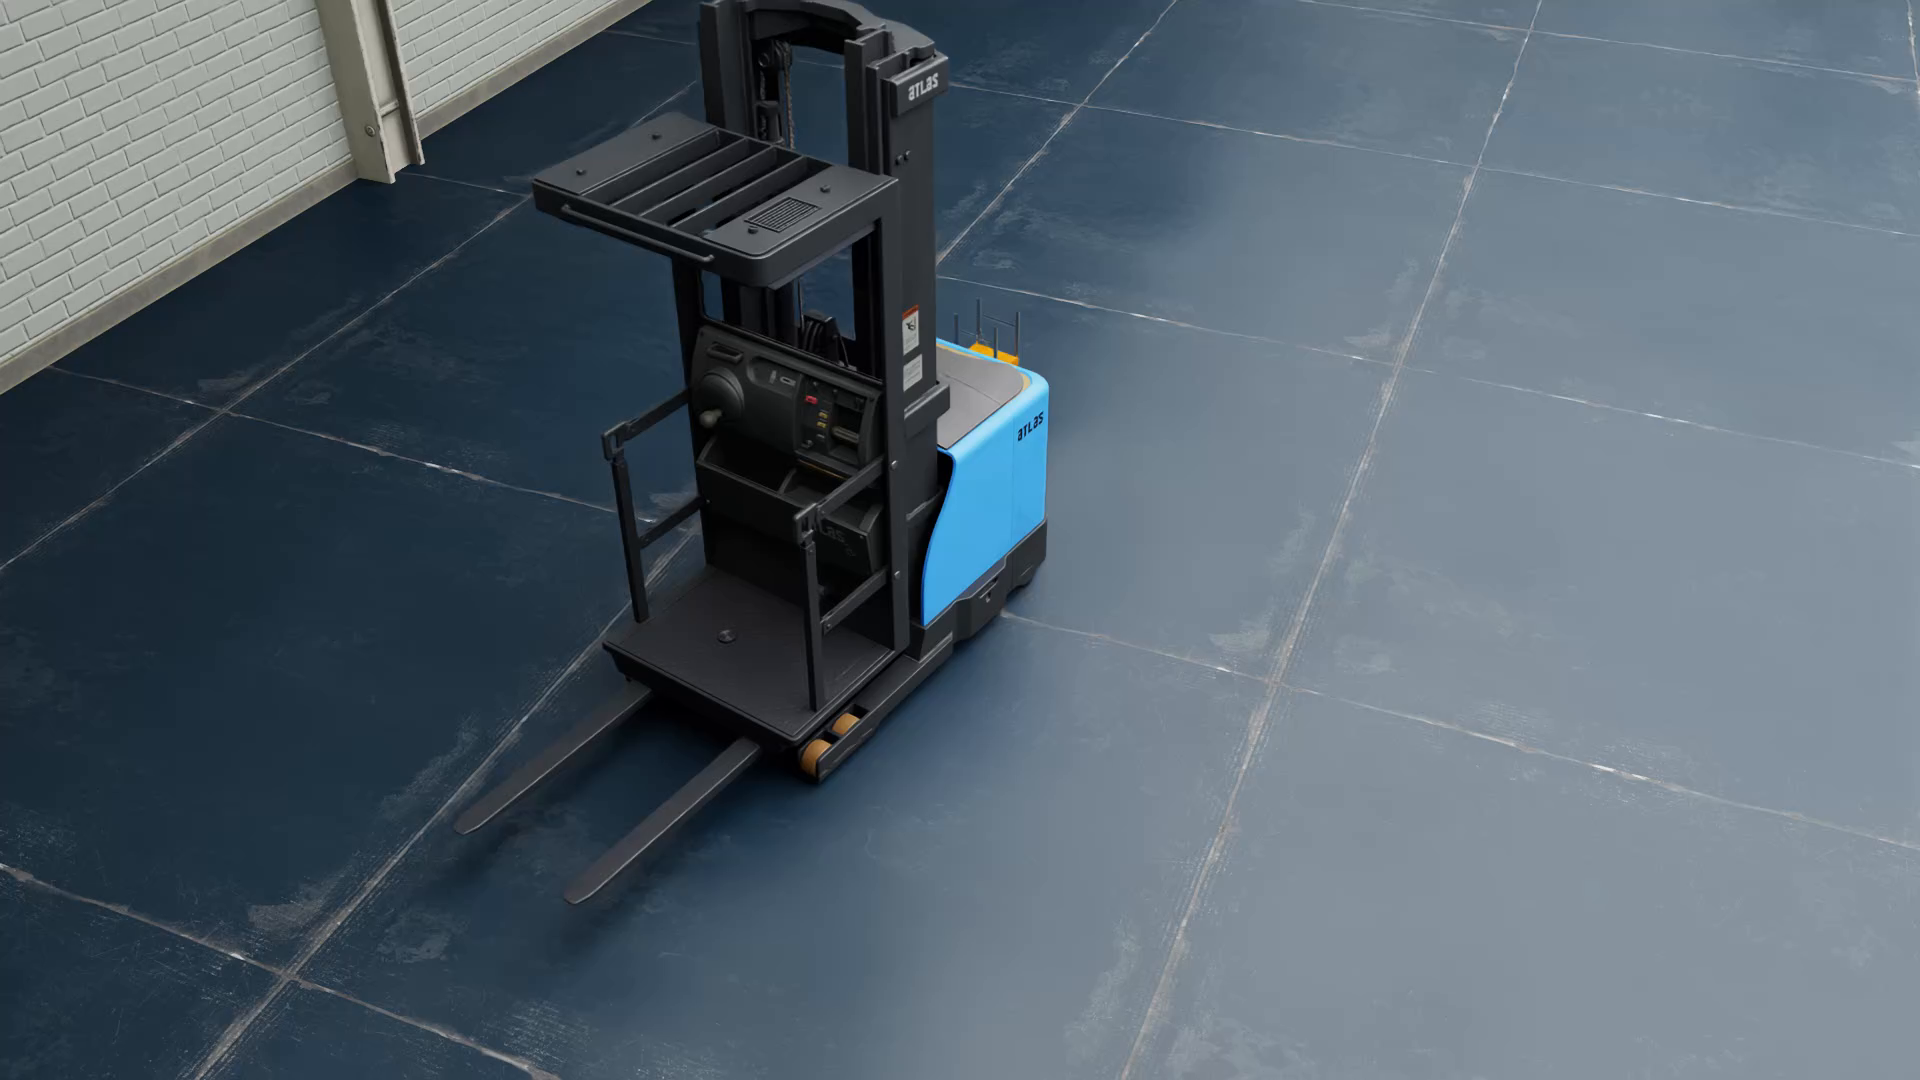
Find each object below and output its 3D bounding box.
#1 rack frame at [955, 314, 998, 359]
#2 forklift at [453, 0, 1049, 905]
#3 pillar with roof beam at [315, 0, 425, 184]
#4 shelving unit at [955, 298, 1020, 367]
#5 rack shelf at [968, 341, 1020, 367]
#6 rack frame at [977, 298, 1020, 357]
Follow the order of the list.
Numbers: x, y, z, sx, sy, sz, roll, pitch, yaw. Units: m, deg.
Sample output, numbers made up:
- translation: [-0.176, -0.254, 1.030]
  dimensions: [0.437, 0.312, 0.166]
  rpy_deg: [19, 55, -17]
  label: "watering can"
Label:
- translation: [0.074, -0.534, 8.064]
  dimensions: [0.240, 1.200, 0.006]
  rpy_deg: [23, 42, 27]
  label: "rack frame"
- translation: [-0.837, -0.498, 6.569]
  dimensions: [1.130, 2.935, 3.031]
  rpy_deg: [23, 42, 27]
  label: "forklift"
- translation: [-0.093, -5.276, 7.894]
  dimensions: [9.100, 9.000, 0.400]
  rpy_deg: [14, 39, 18]
  label: "pillar with roof beam"
- translation: [0.127, -0.579, 8.124]
  dimensions: [0.258, 1.200, 0.189]
  rpy_deg: [23, 42, 27]
  label: "shelving unit"
- translation: [0.127, -0.832, 7.935]
  dimensions: [0.258, 0.103, 0.180]
  rpy_deg: [23, 42, 27]
  label: "rack shelf"
- translation: [0.179, -0.624, 8.184]
  dimensions: [0.240, 1.200, 0.006]
  rpy_deg: [23, 42, 27]
  label: "rack frame"
